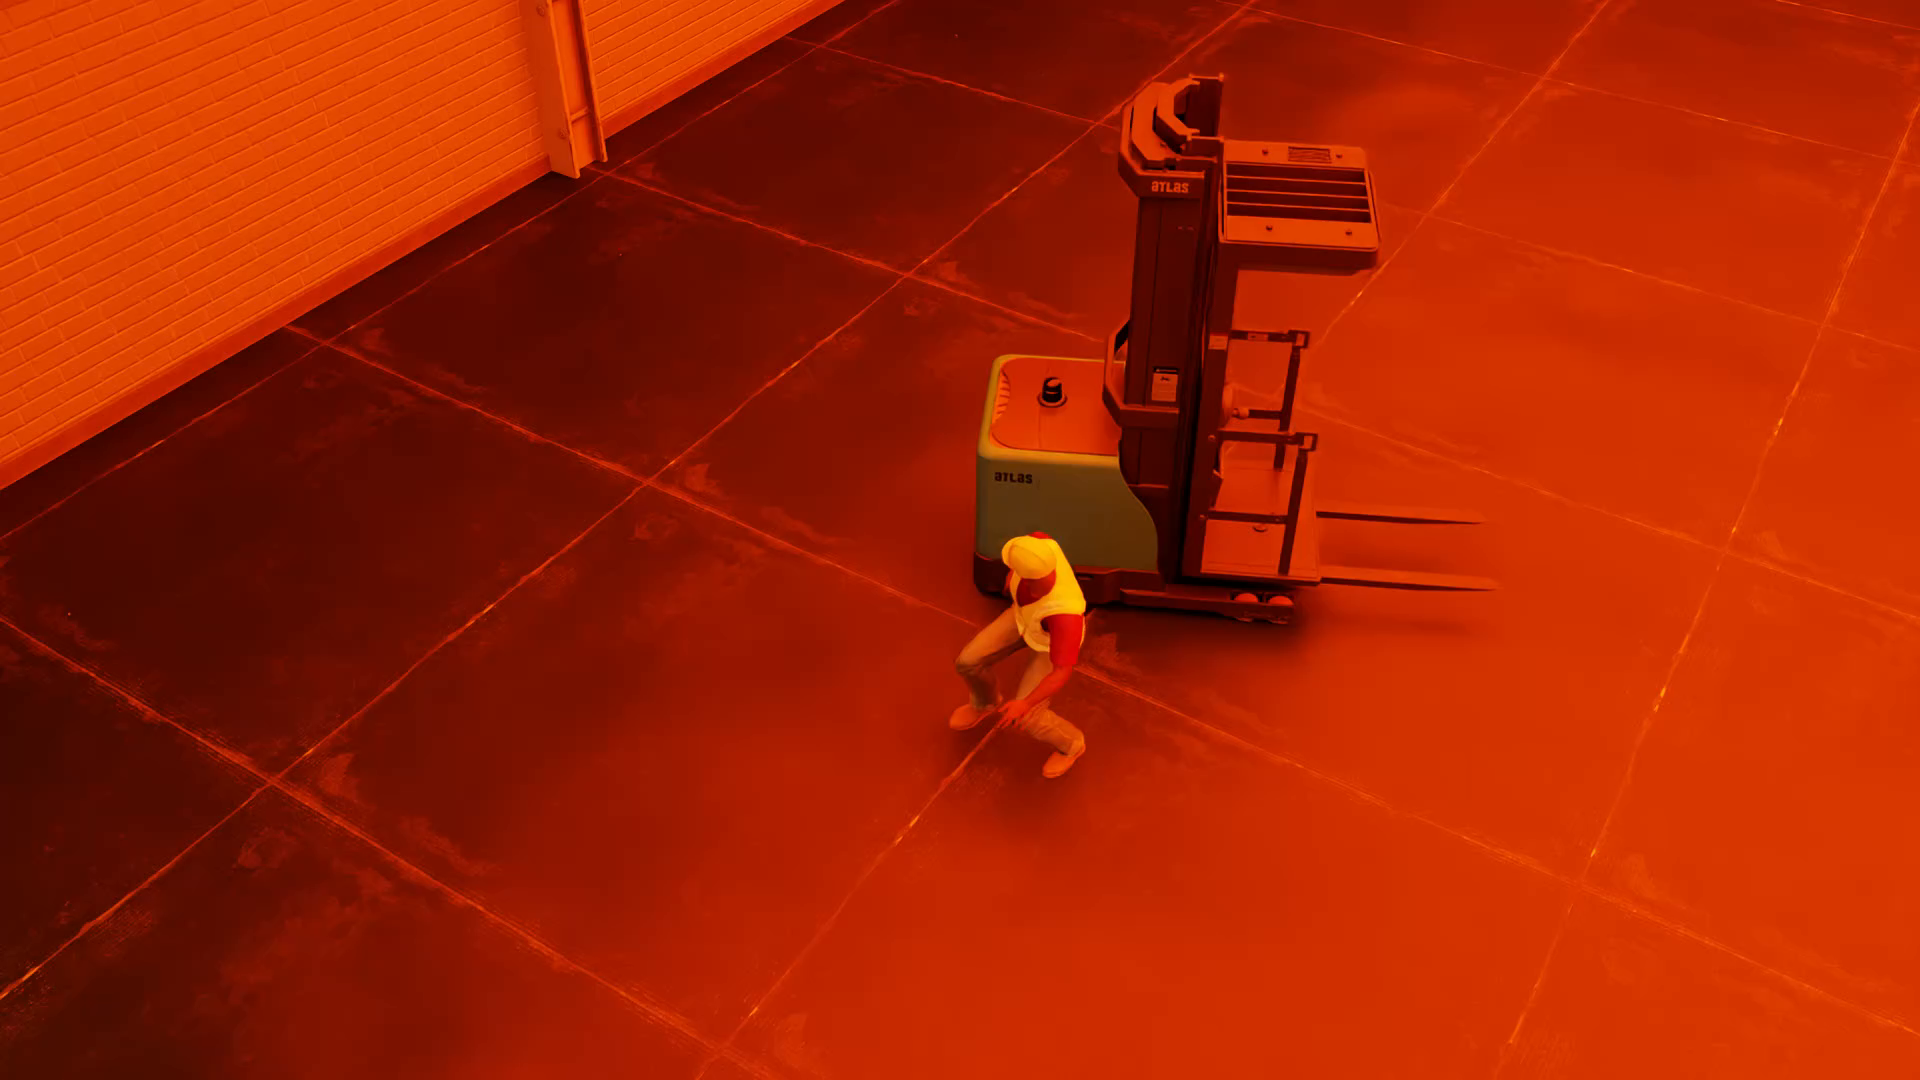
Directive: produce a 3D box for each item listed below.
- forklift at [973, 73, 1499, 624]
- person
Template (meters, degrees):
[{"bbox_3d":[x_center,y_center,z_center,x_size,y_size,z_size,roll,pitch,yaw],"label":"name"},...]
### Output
[{"bbox_3d":[1.632,-0.996,9.142,3.031,2.935,1.130,4,40,5],"label":"forklift"},{"bbox_3d":[0.302,0.512,8.485,0.705,1.527,0.832,-26,47,-27],"label":"person"}]
